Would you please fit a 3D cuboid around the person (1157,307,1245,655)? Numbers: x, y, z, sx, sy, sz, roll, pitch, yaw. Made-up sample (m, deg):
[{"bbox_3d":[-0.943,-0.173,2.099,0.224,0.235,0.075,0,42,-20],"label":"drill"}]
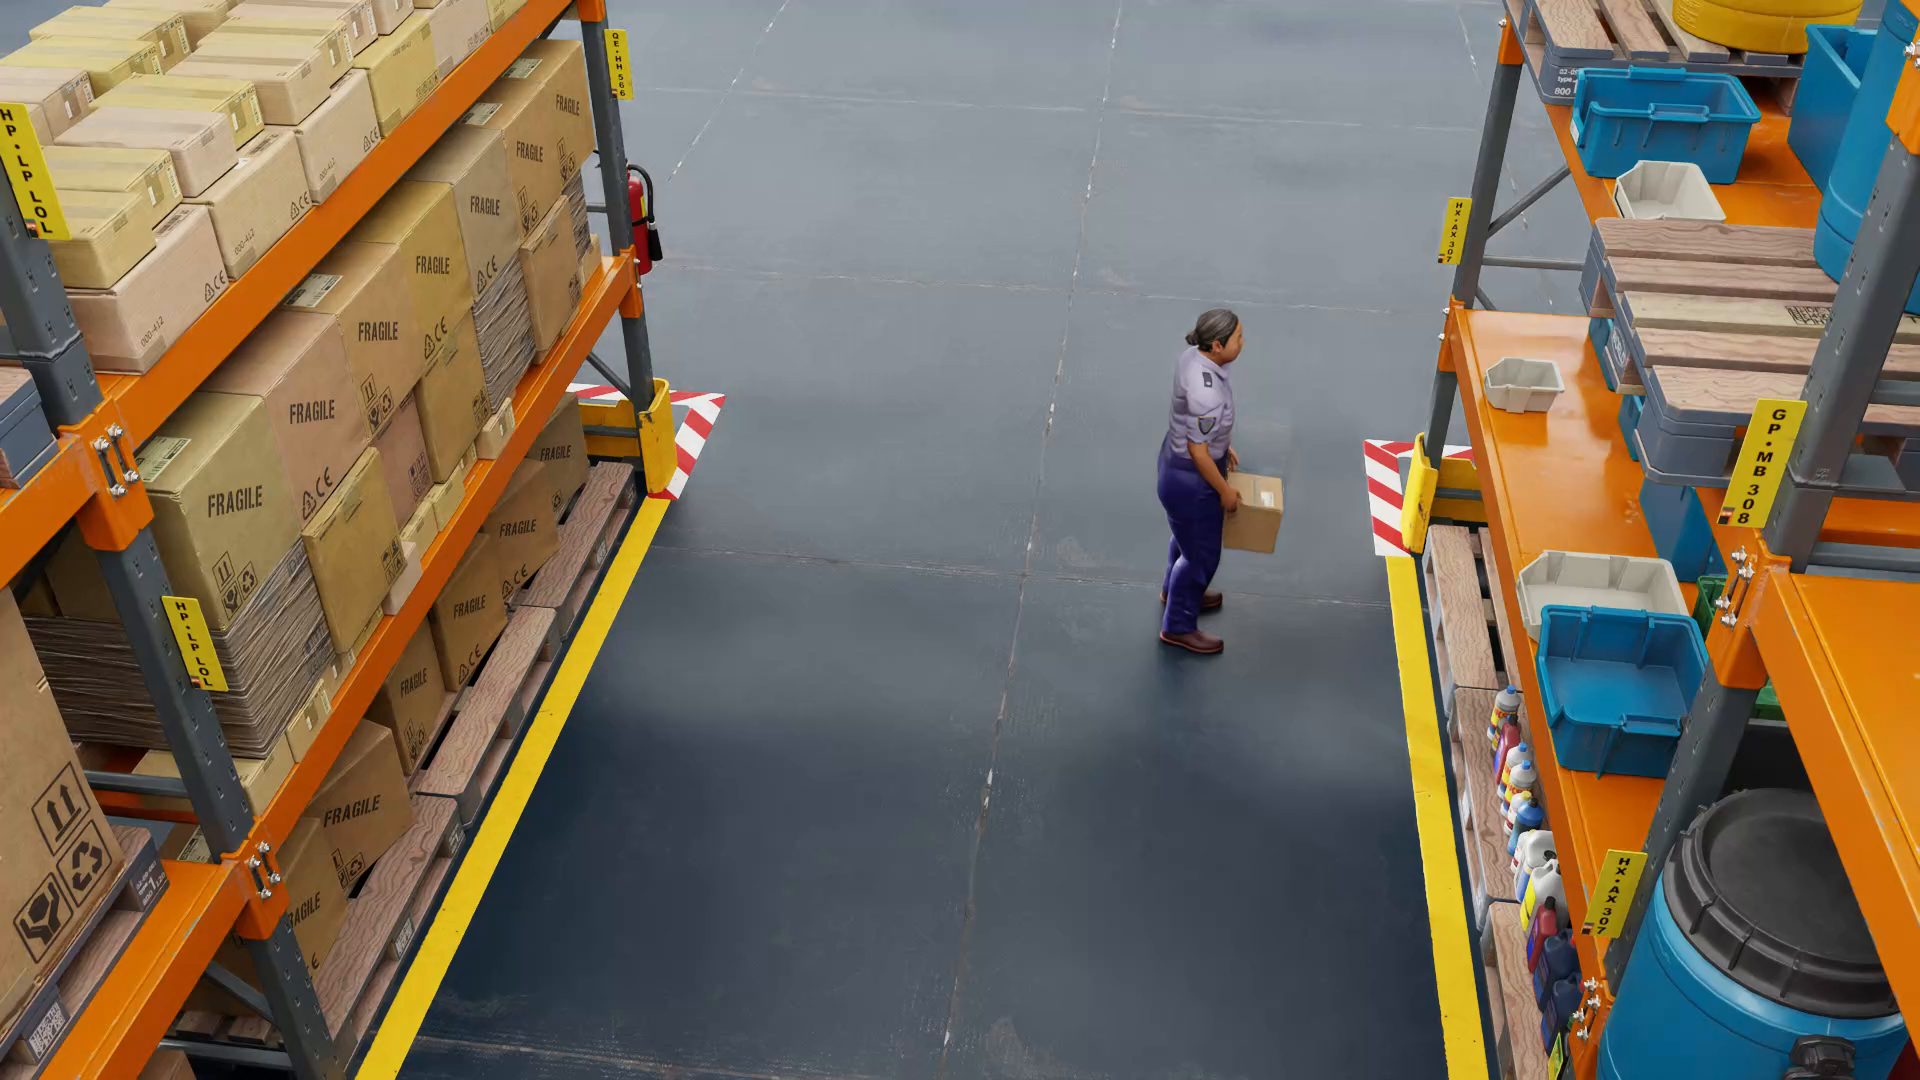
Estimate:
[{"bbox_3d":[1.068,-0.291,7.436,0.372,1.656,0.519,4,37,5],"label":"person"}]
